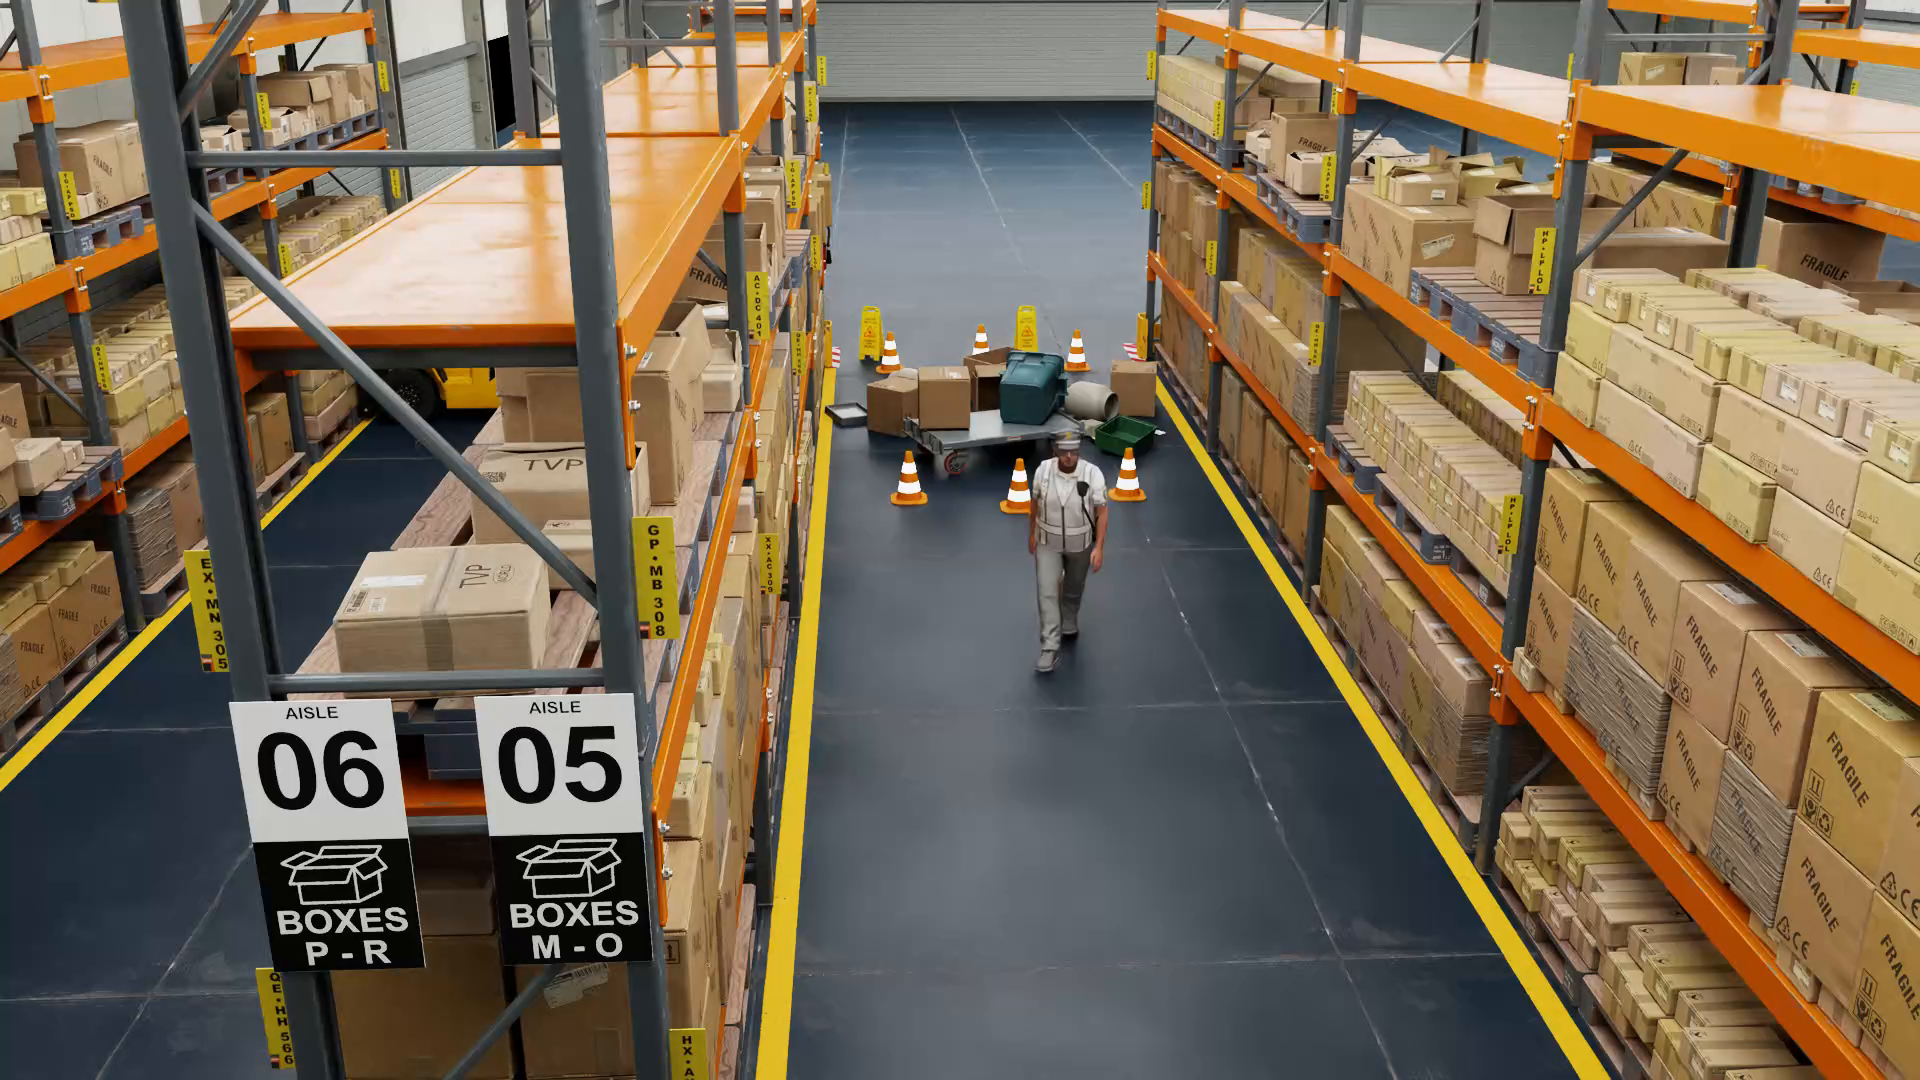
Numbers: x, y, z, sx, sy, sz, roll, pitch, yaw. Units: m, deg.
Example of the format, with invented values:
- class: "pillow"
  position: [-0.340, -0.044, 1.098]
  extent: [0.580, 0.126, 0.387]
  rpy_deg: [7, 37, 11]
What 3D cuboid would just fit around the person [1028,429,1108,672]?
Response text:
- class: "person"
  position: [0.766, 0.001, 11.882]
  extent: [0.570, 1.692, 1.042]
  rpy_deg: [1, 20, 3]
